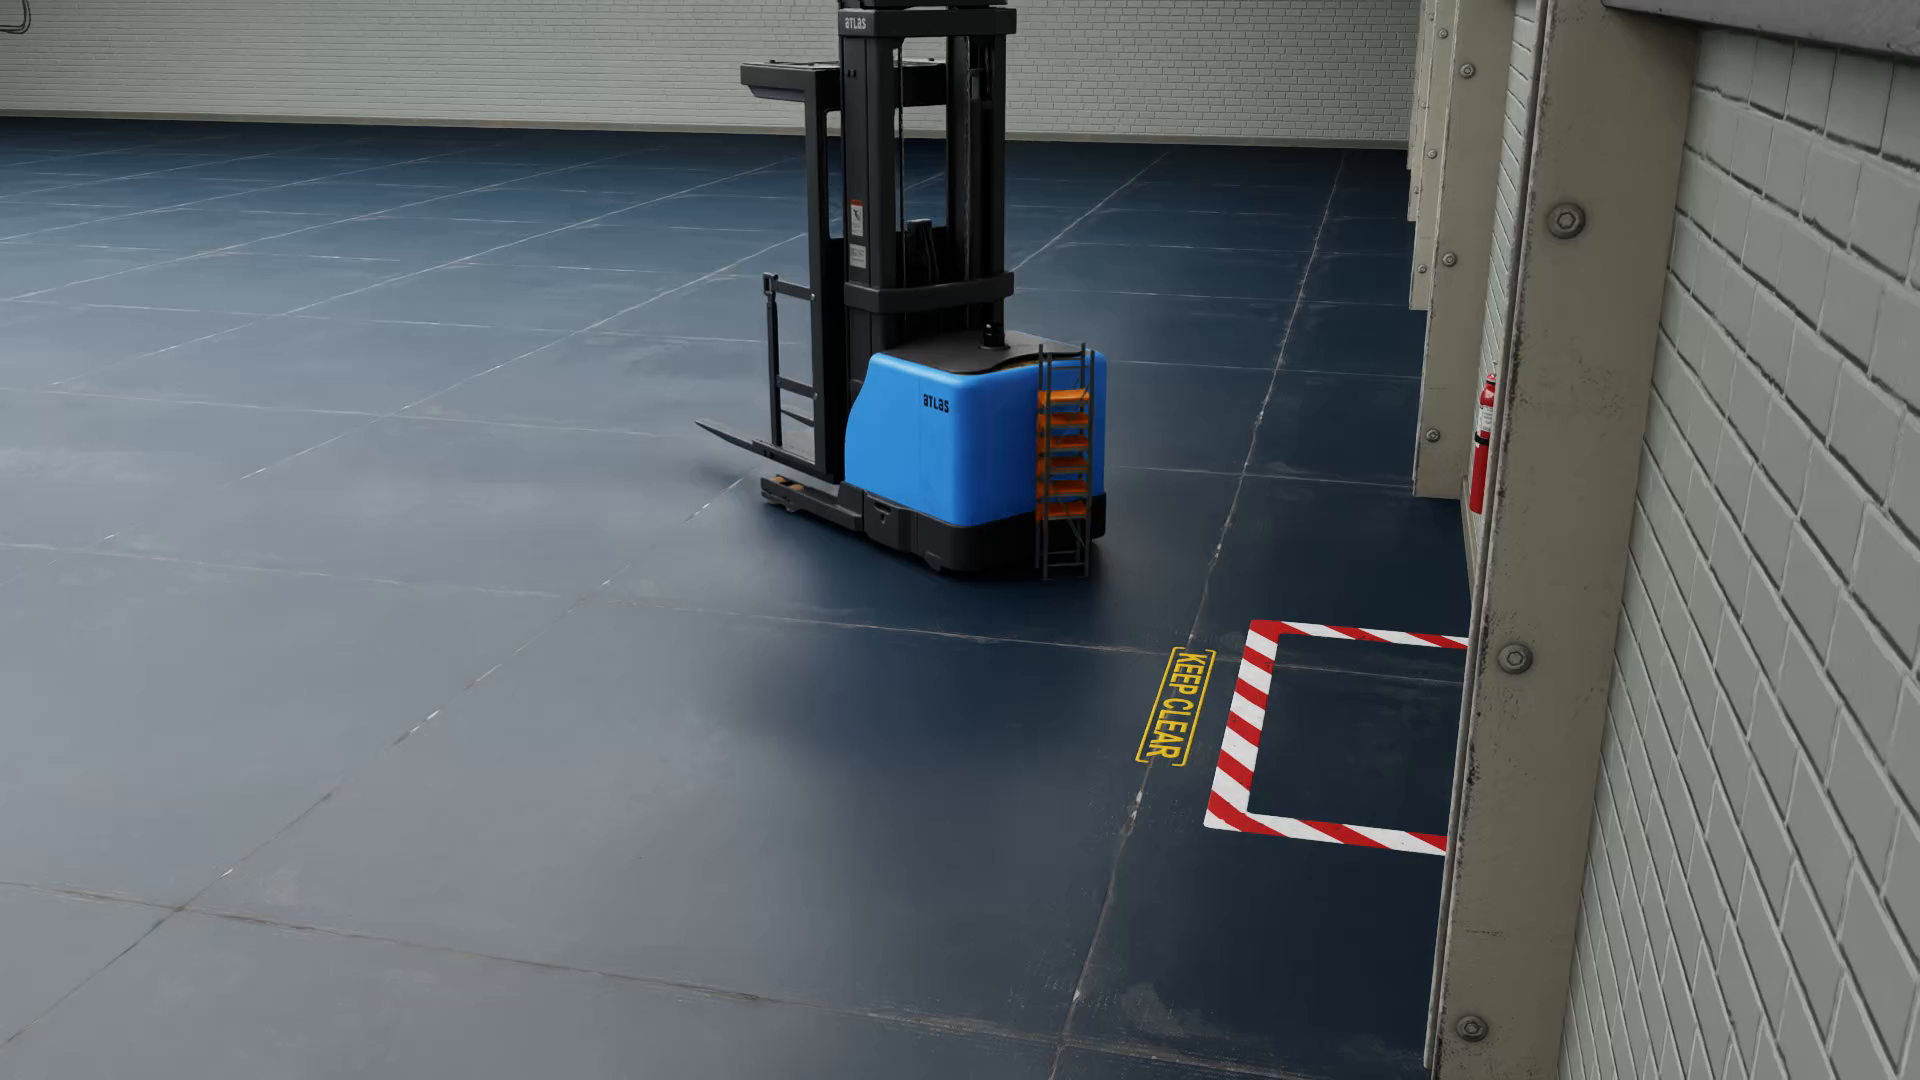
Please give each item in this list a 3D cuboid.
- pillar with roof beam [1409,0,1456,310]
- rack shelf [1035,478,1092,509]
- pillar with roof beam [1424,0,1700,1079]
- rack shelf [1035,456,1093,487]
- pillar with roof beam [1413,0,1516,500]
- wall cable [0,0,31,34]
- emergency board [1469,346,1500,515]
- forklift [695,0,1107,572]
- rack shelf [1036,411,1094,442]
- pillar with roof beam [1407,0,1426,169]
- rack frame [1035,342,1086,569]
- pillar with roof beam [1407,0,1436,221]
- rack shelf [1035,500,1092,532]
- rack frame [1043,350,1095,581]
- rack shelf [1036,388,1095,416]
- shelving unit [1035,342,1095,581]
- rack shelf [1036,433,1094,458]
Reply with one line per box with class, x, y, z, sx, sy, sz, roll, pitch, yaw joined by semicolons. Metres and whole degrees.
pillar with roof beam;0.202;-6.791;15.149;9.100;9.000;0.400;5;19;13
rack shelf;0.531;-0.238;8.534;0.258;0.103;0.180;-3;20;-10
pillar with roof beam;-2.730;-3.030;4.137;9.100;9.000;0.400;5;19;13
rack shelf;0.531;-0.351;8.495;0.258;0.103;0.180;-3;20;-10
pillar with roof beam;-1.264;-4.911;9.643;9.100;9.000;0.400;5;19;13
wall cable;-21.235;-12.050;35.348;3.097;2.526;0.112;5;19;13
emergency board;2.085;-0.623;6.370;0.194;1.169;0.643;5;19;13
forklift;-0.515;-1.632;9.430;1.130;2.935;3.031;-14;24;-36
rack shelf;0.531;-0.578;8.415;0.258;0.103;0.180;-3;20;-10
pillar with roof beam;3.134;-10.553;26.161;9.100;9.000;0.400;5;19;13
rack frame;0.514;-0.423;8.565;0.240;1.200;0.006;-3;20;-10
pillar with roof beam;1.668;-8.672;20.655;9.100;9.000;0.400;5;19;13
rack shelf;0.531;-0.124;8.574;0.258;0.103;0.180;-3;20;-10
rack frame;0.548;-0.363;8.395;0.240;1.200;0.006;-3;20;-10
rack shelf;0.532;-0.691;8.376;0.258;0.103;0.180;-3;20;-10
shelving unit;0.531;-0.393;8.480;0.258;1.200;0.189;-3;20;-10
rack shelf;0.531;-0.464;8.455;0.258;0.103;0.180;-3;20;-10
